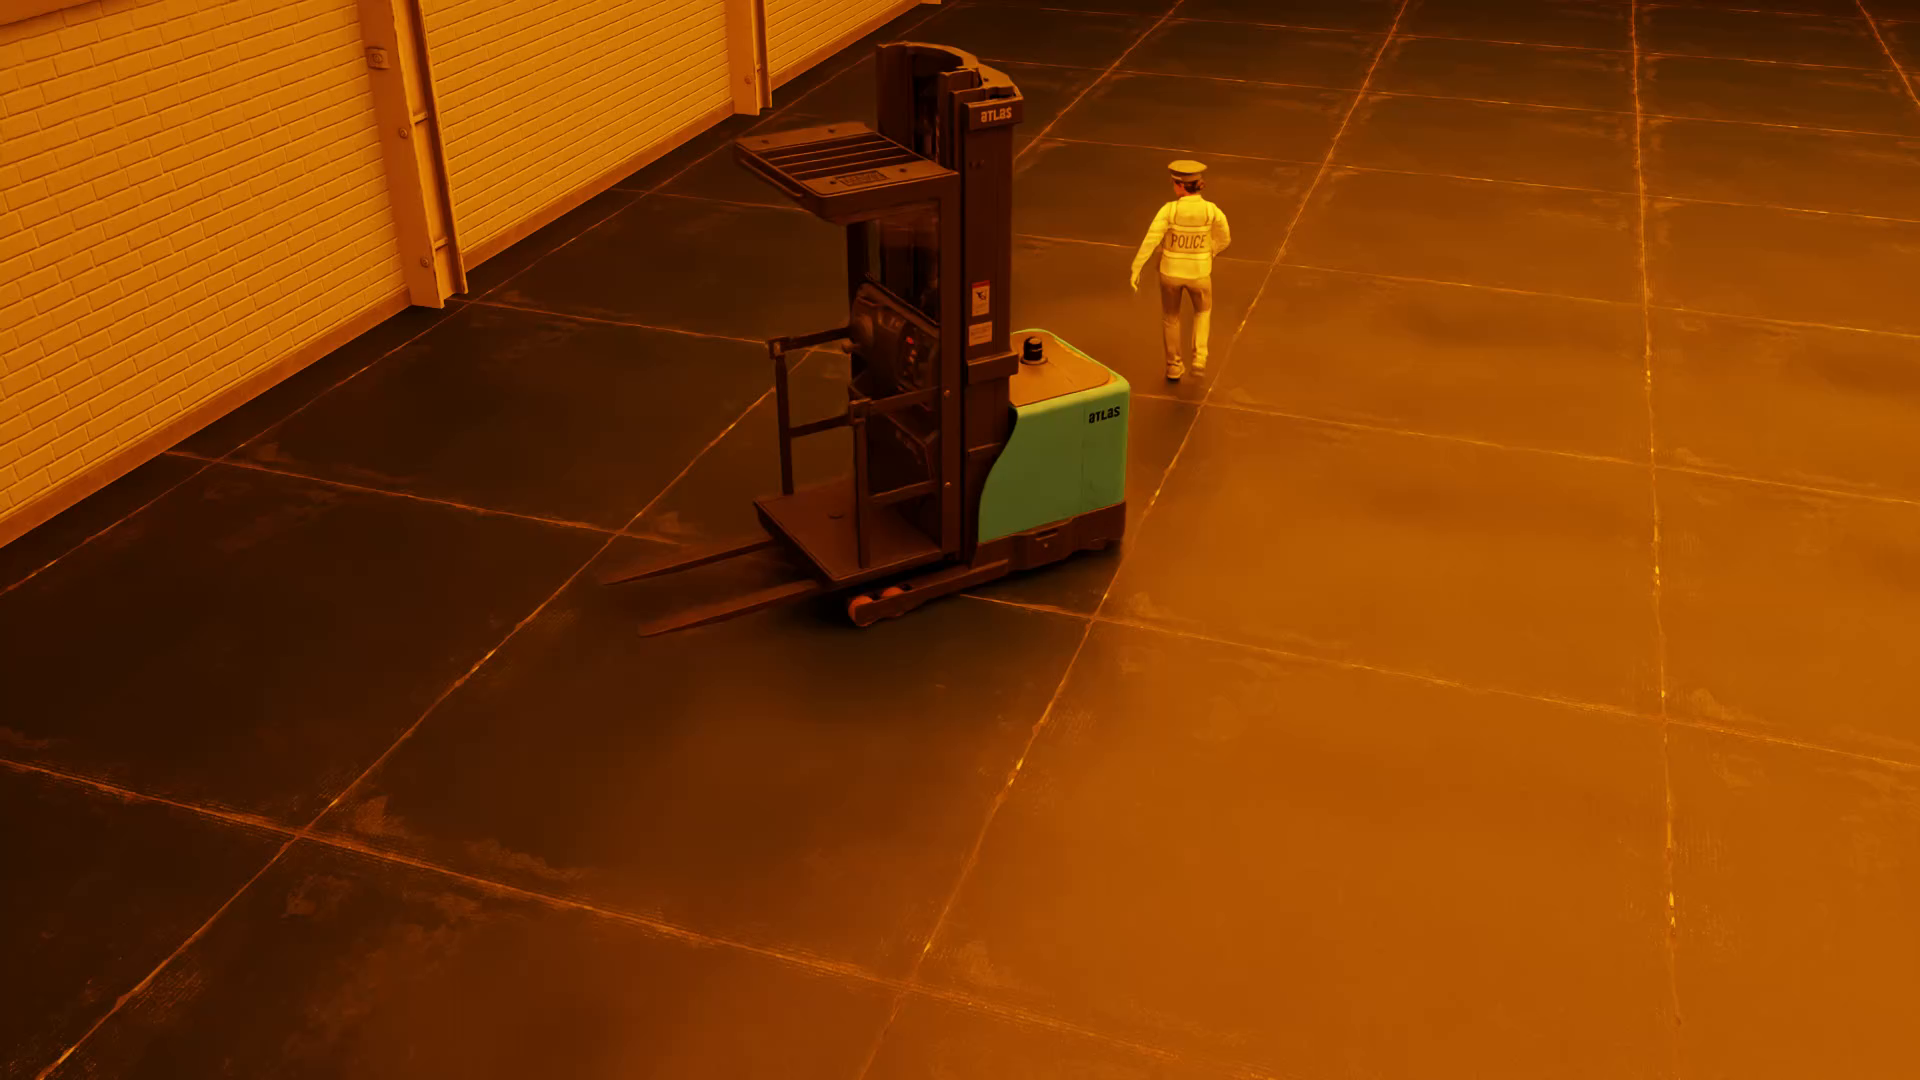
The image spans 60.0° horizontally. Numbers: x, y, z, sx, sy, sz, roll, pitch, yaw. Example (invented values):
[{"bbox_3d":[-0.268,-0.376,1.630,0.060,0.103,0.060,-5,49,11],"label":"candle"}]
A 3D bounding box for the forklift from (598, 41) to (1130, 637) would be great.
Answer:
[{"bbox_3d":[-0.543,-1.091,9.050,3.031,2.935,1.130,-16,33,-26],"label":"forklift"}]

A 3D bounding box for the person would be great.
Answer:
[{"bbox_3d":[1.558,-1.895,11.789,0.680,1.628,0.487,4,30,8],"label":"person"}]
